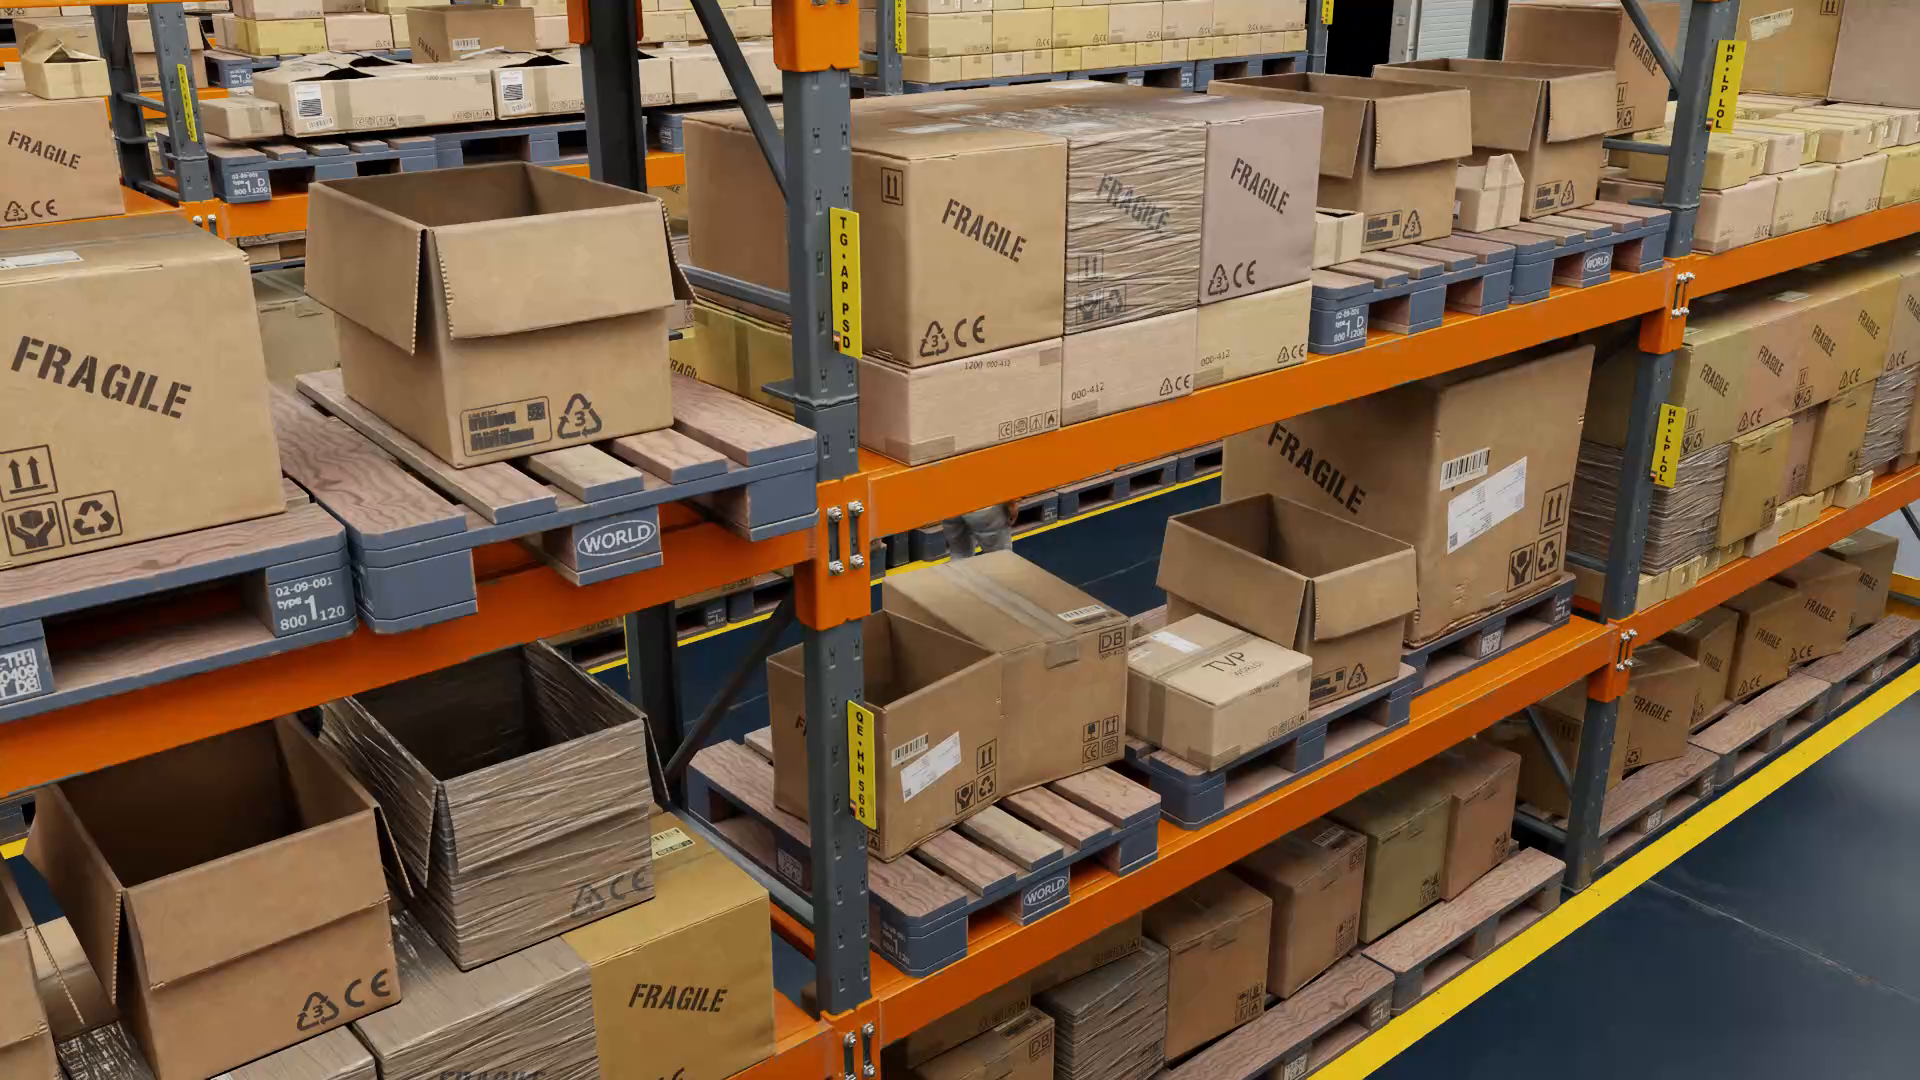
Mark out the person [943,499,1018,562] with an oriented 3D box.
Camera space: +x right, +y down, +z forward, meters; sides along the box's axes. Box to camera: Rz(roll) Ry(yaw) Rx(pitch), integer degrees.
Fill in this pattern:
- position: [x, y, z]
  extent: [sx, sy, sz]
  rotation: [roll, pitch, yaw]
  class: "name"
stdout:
- position: [0.116, -0.231, 9.673]
  extent: [0.551, 1.666, 0.473]
  rotation: [16, 26, 35]
  class: "person"
